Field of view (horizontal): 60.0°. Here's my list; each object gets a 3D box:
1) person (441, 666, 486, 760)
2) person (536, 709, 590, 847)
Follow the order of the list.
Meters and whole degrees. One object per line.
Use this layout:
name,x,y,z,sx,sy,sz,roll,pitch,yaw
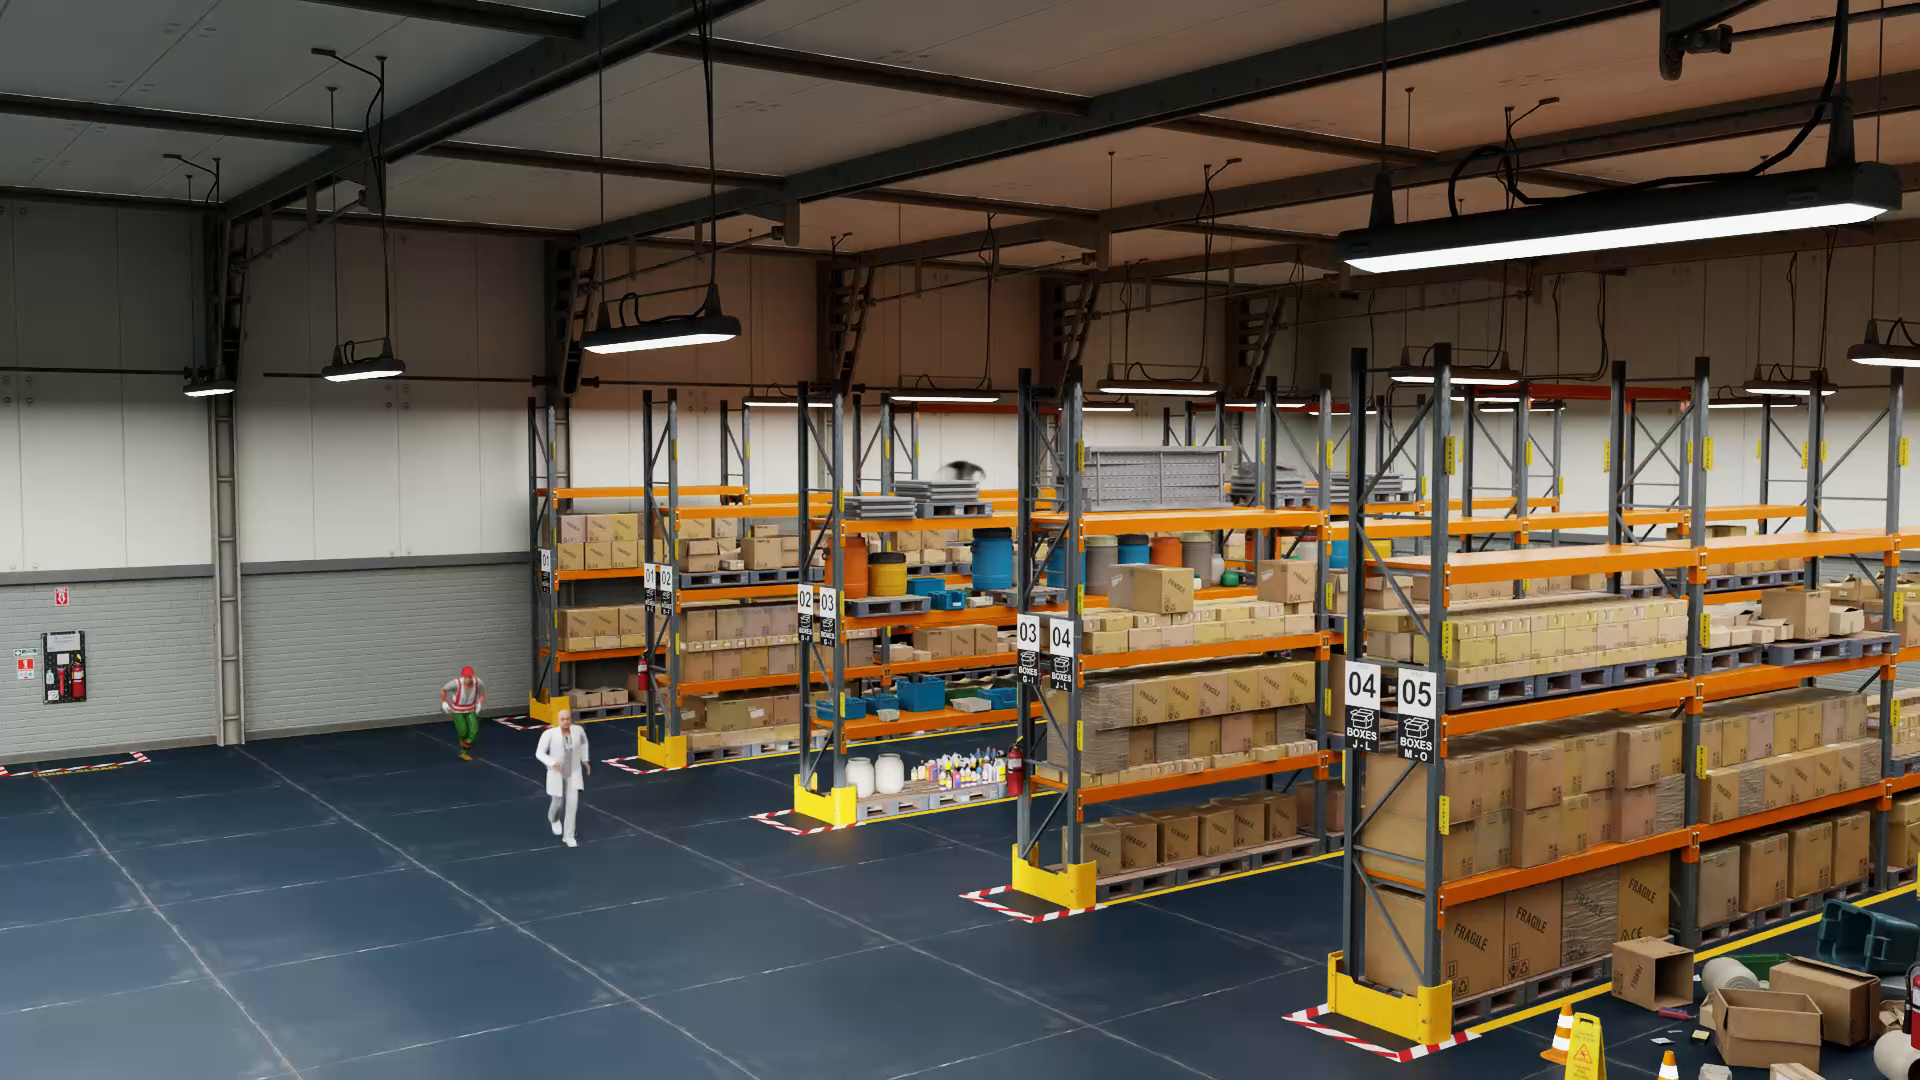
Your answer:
person,-8.022,2.796,26.858,0.686,1.581,0.903,-2,4,-26
person,-5.142,3.027,21.479,0.701,1.745,0.964,-1,4,-24
